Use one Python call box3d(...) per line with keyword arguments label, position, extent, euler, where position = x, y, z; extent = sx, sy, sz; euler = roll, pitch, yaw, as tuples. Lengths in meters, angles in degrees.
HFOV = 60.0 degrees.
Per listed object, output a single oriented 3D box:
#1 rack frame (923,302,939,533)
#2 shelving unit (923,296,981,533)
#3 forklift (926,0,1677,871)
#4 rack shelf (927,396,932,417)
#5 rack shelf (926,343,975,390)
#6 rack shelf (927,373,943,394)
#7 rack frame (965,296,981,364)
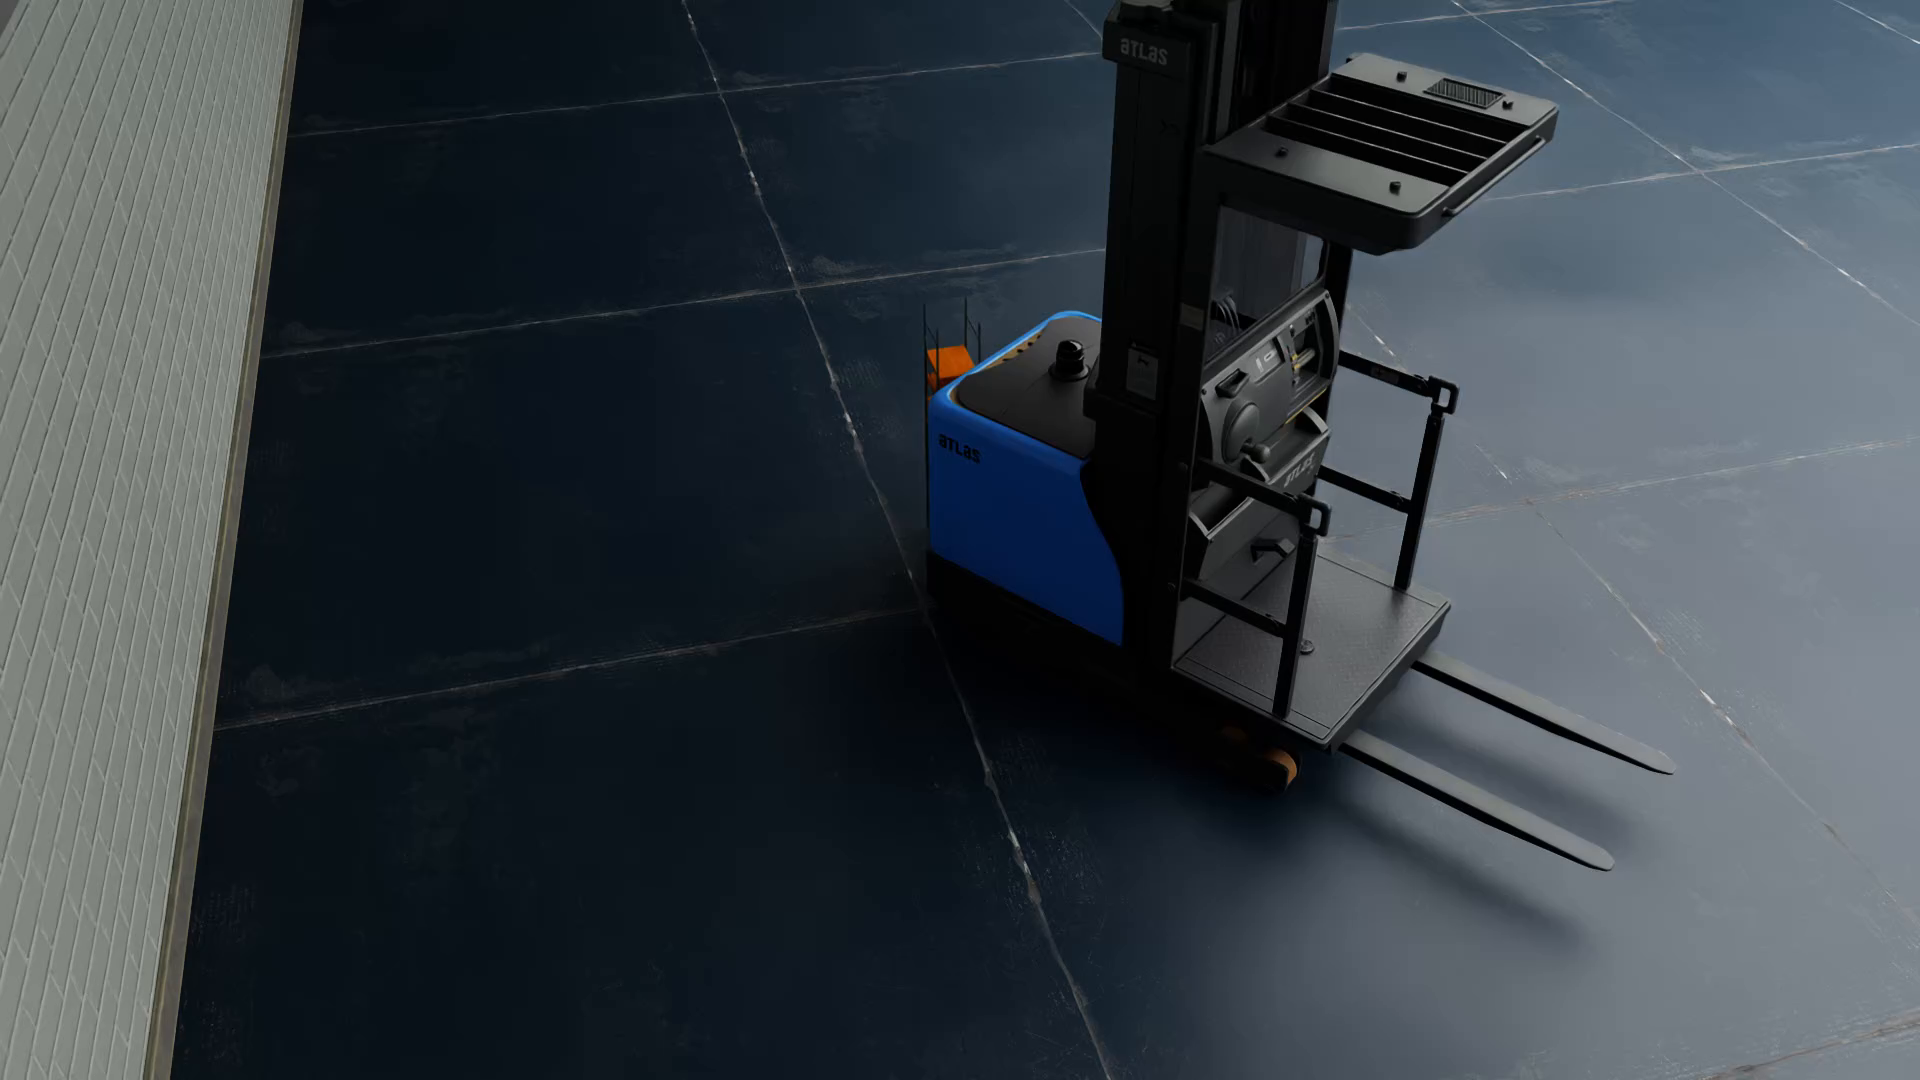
box3d(label="rack frame", position=(-0.123, -0.470, 7.377), extent=(0.006, 1.200, 0.240), euler=(-9, 38, -12))
box3d(label="shelving unit", position=(-0.035, -0.485, 7.396), extent=(0.189, 1.200, 0.258), euler=(-9, 38, -12))
box3d(label="forklift", position=(1.319, -0.556, 6.064), extent=(3.031, 2.935, 1.130), euler=(26, 45, 30))
box3d(label="rack shelf", position=(-0.035, -0.545, 7.350), extent=(0.180, 0.103, 0.258), euler=(-9, 38, -12))
box3d(label="rack shelf", position=(-0.035, -0.735, 7.204), extent=(0.180, 0.103, 0.258), euler=(-9, 38, -12))
box3d(label="rack shelf", position=(-0.035, -0.640, 7.277), extent=(0.180, 0.103, 0.258), euler=(-9, 38, -12))
box3d(label="rack frame", position=(0.054, -0.499, 7.415), extent=(0.006, 1.200, 0.240), euler=(-9, 38, -12))
